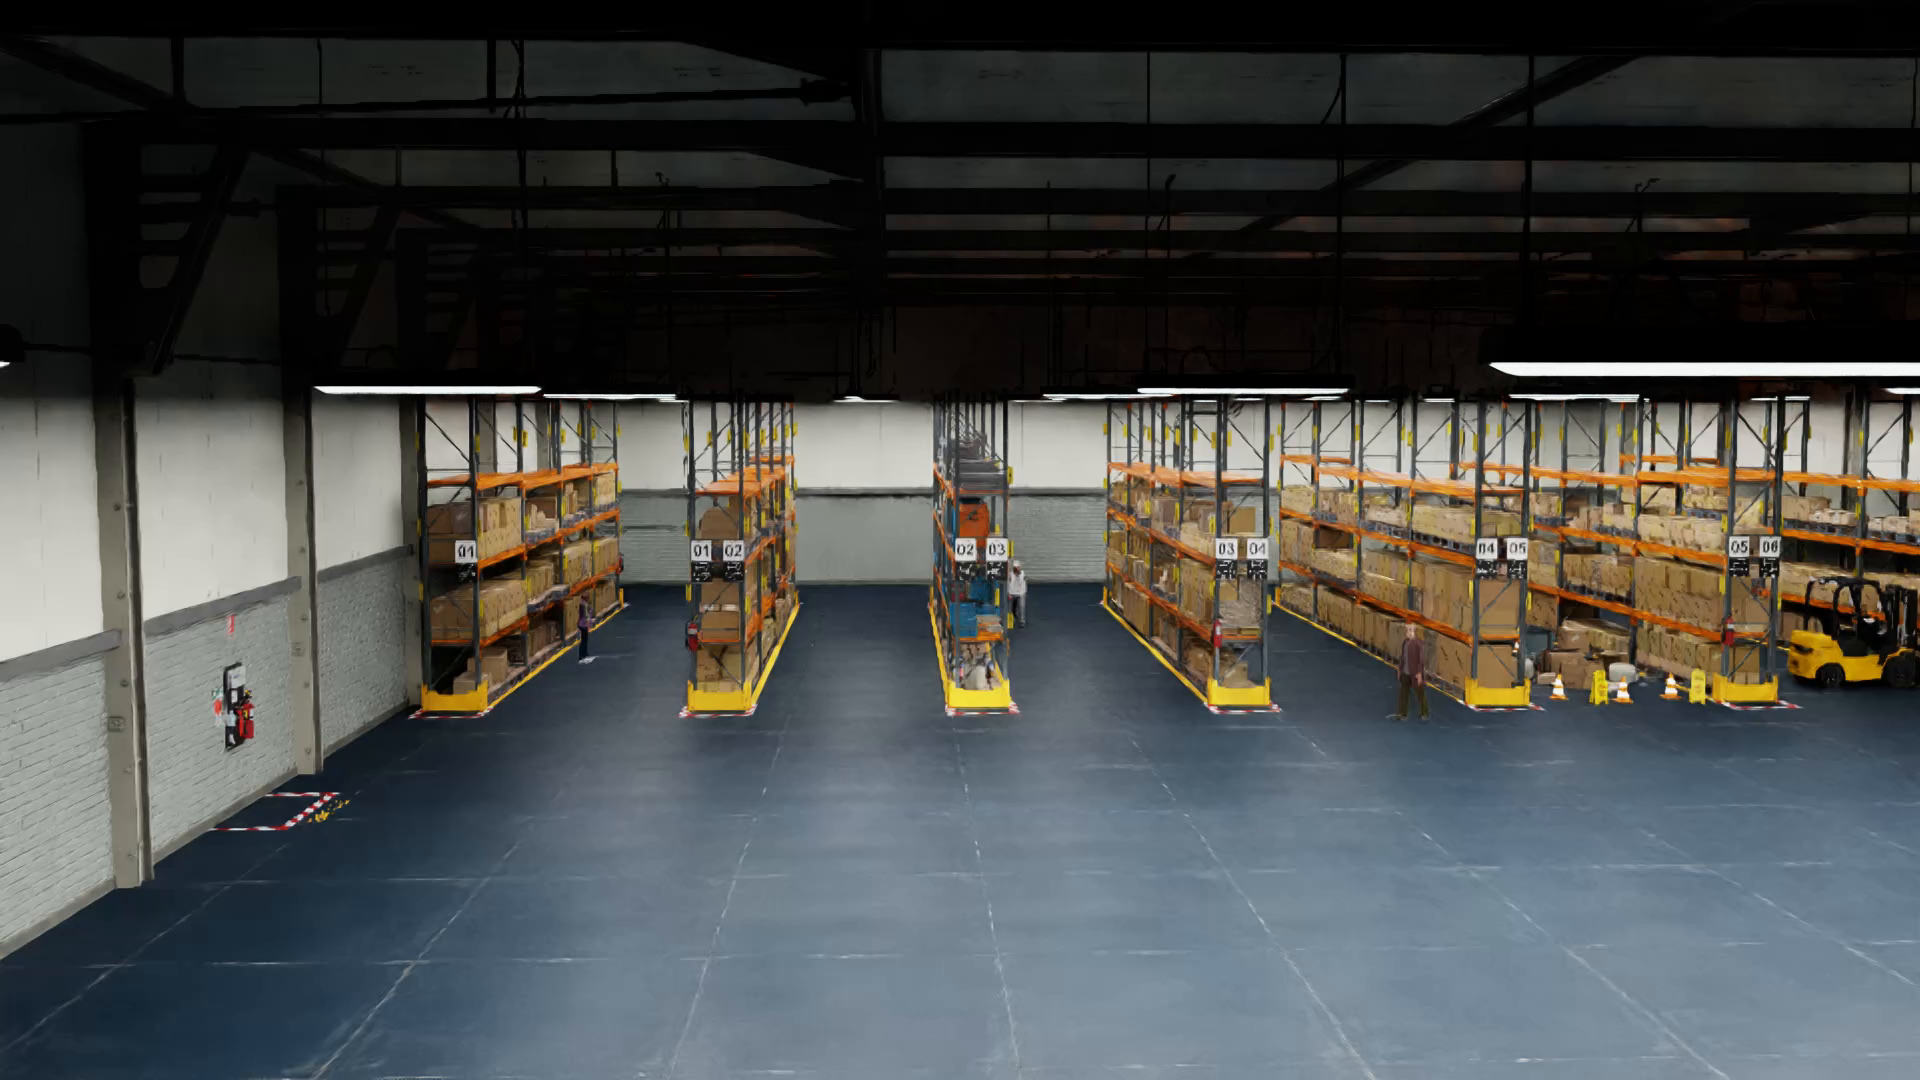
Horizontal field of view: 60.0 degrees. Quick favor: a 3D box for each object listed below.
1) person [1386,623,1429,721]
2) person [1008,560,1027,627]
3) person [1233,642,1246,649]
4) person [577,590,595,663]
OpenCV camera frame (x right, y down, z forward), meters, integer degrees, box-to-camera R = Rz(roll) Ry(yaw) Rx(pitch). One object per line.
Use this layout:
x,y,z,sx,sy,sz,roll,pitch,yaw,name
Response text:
8.132,2.389,30.021,0.682,1.774,0.698,-2,5,-26,person
1.456,1.360,42.977,0.543,1.700,1.115,0,5,0,person
6.516,1.683,38.784,0.468,1.755,0.586,-2,5,-28,person
-8.271,1.907,36.831,0.416,1.602,0.506,-2,5,-27,person
